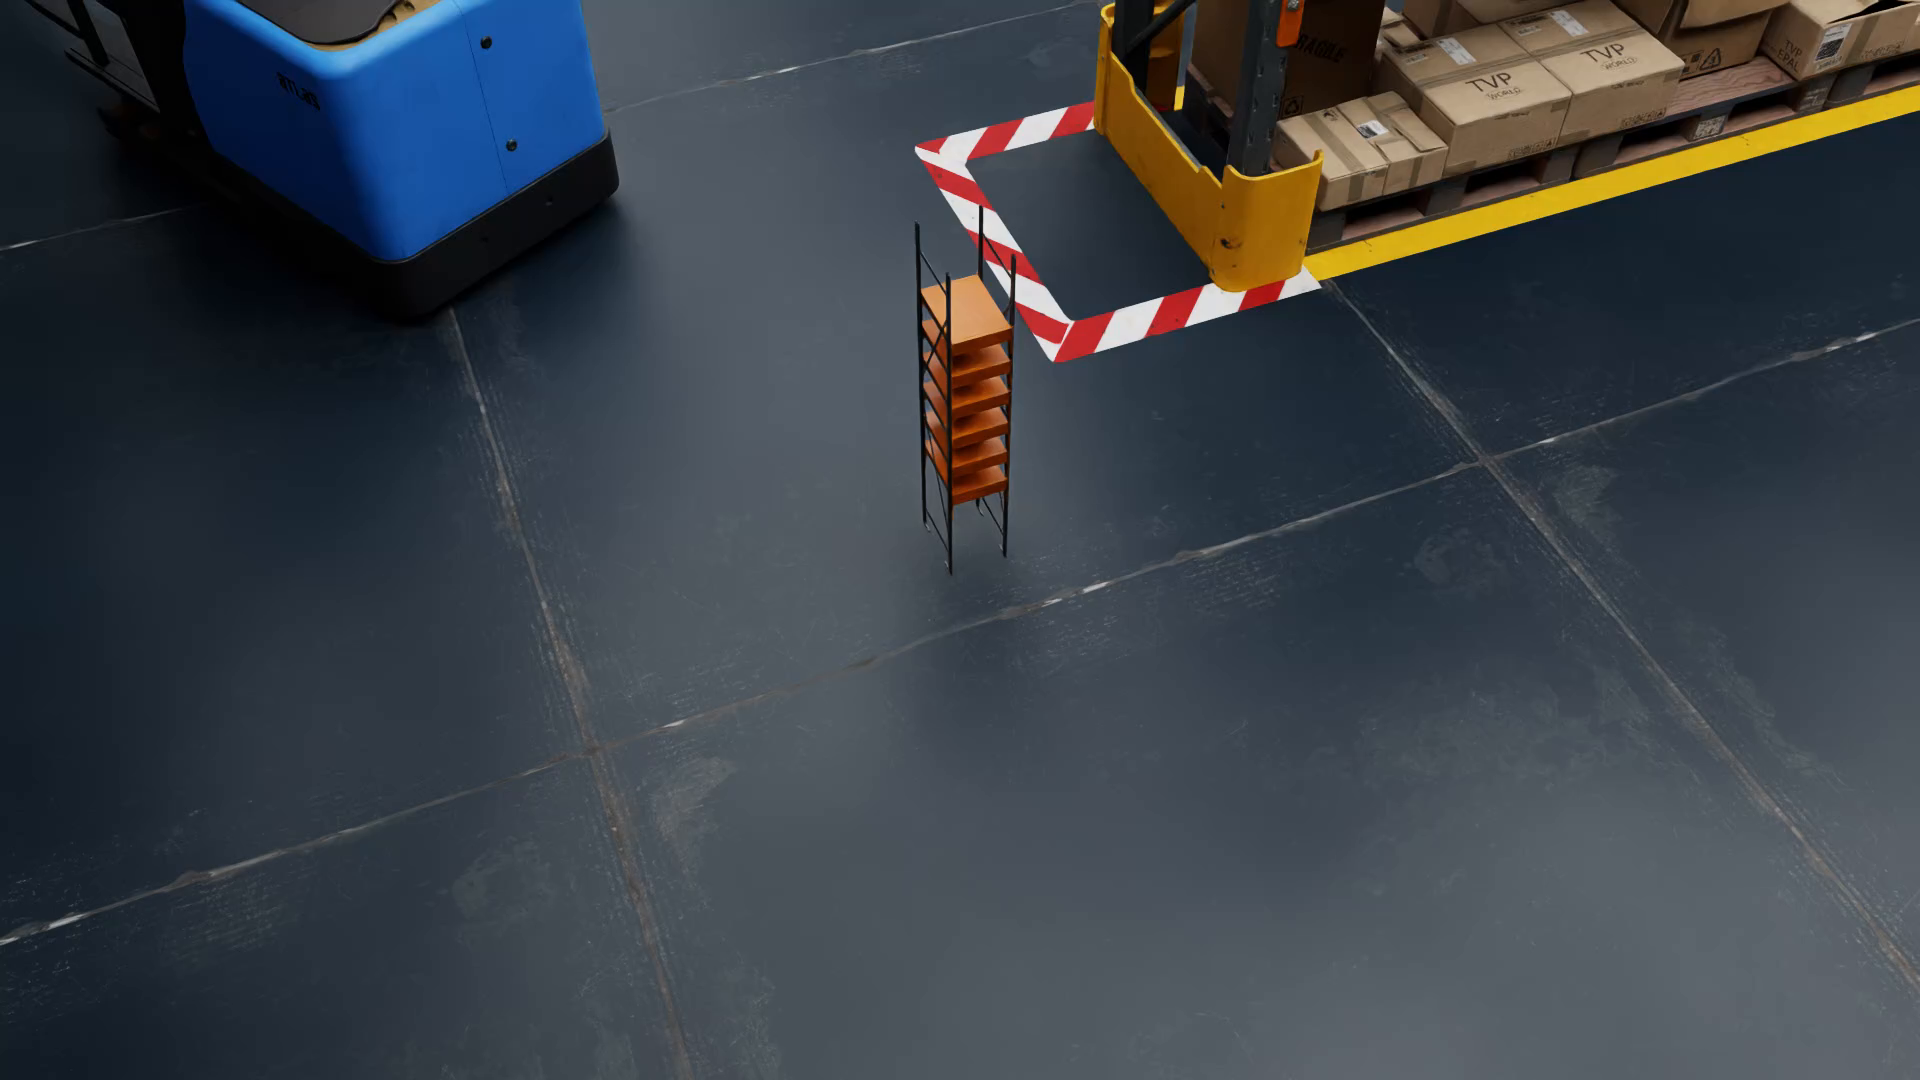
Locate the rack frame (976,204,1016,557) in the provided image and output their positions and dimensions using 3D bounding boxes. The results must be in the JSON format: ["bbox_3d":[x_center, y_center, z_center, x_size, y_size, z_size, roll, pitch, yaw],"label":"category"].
[{"bbox_3d":[0.098,-0.421,4.821,0.006,1.200,0.240,-17,52,-14],"label":"rack frame"}]

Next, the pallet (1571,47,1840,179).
[{"bbox_3d":[2.761,-1.985,6.816,1.213,0.211,1.003,-17,52,-14],"label":"pallet"}]

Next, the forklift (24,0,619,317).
[{"bbox_3d":[-2.748,-2.699,5.636,3.031,2.935,1.130,32,57,25],"label":"forklift"}]

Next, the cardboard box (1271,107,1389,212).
[{"bbox_3d":[1.342,-1.389,6.055,0.250,0.149,0.380,-17,52,-14],"label":"cardboard box"}]

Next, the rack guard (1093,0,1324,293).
[{"bbox_3d":[0.895,-1.503,6.211,0.348,0.500,1.175,-17,52,-14],"label":"rack guard"}]

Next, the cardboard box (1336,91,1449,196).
[{"bbox_3d":[1.574,-1.466,6.109,0.250,0.166,0.380,-17,52,-14],"label":"cardboard box"}]

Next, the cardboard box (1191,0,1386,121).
[{"bbox_3d":[1.235,-1.953,6.308,0.500,0.500,0.500,-17,52,-14],"label":"cardboard box"}]

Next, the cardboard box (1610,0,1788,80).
[{"bbox_3d":[2.791,-2.230,6.544,0.637,0.503,0.797,-17,52,-14],"label":"cardboard box"}]

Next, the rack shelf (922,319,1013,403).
[{"bbox_3d":[0.013,-0.522,4.650,0.180,0.103,0.258,-17,52,-14],"label":"rack shelf"}]

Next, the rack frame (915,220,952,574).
[{"bbox_3d":[-0.071,-0.369,4.776,0.006,1.200,0.240,-17,52,-14],"label":"rack frame"}]

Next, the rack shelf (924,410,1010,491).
[{"bbox_3d":[0.013,-0.288,4.923,0.180,0.103,0.258,-17,52,-14],"label":"rack shelf"}]

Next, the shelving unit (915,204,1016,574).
[{"bbox_3d":[0.013,-0.395,4.798,0.189,1.200,0.258,-17,52,-14],"label":"shelving unit"}]

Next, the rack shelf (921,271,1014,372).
[{"bbox_3d":[0.013,-0.601,4.559,0.180,0.103,0.258,-17,52,-14],"label":"rack shelf"}]

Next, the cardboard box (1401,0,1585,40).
[{"bbox_3d":[2.126,-2.123,6.619,0.500,0.250,0.500,-17,52,-14],"label":"cardboard box"}]

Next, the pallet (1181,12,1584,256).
[{"bbox_3d":[1.633,-1.638,6.518,1.213,0.211,1.003,-17,52,-14],"label":"pallet"}]

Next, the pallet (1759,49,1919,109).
[{"bbox_3d":[3.892,-2.338,7.119,1.213,0.211,1.003,-17,52,-14],"label":"pallet"}]

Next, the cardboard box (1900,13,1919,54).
[{"bbox_3d":[3.783,-2.145,6.704,0.250,0.149,0.380,-17,52,-14],"label":"cardboard box"}]

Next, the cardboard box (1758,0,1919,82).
[{"bbox_3d":[3.413,-2.132,6.586,0.500,0.311,0.500,-17,52,-14],"label":"cardboard box"}]

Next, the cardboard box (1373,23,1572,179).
[{"bbox_3d":[1.898,-1.643,6.206,0.500,0.250,0.500,-17,52,-14],"label":"cardboard box"}]

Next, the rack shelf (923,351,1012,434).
[{"bbox_3d":[0.013,-0.444,4.741,0.180,0.103,0.258,-17,52,-14],"label":"rack shelf"}]

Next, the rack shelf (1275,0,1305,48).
[{"bbox_3d":[2.676,-2.635,6.010,4.000,0.370,1.077,-17,52,-14],"label":"rack shelf"}]

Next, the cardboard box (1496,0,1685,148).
[{"bbox_3d":[2.361,-1.787,6.329,0.500,0.250,0.500,-17,52,-14],"label":"cardboard box"}]

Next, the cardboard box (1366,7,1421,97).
[{"bbox_3d":[1.644,-1.898,6.480,0.250,0.166,0.380,-17,52,-14],"label":"cardboard box"}]

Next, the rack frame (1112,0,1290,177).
[{"bbox_3d":[0.825,-2.295,5.244,0.127,3.000,1.000,-17,52,-14],"label":"rack frame"}]

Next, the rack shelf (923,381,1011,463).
[{"bbox_3d":[0.013,-0.366,4.832,0.180,0.103,0.258,-17,52,-14],"label":"rack shelf"}]

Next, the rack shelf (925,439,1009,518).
[{"bbox_3d":[0.013,-0.210,5.014,0.180,0.103,0.258,-17,52,-14],"label":"rack shelf"}]
